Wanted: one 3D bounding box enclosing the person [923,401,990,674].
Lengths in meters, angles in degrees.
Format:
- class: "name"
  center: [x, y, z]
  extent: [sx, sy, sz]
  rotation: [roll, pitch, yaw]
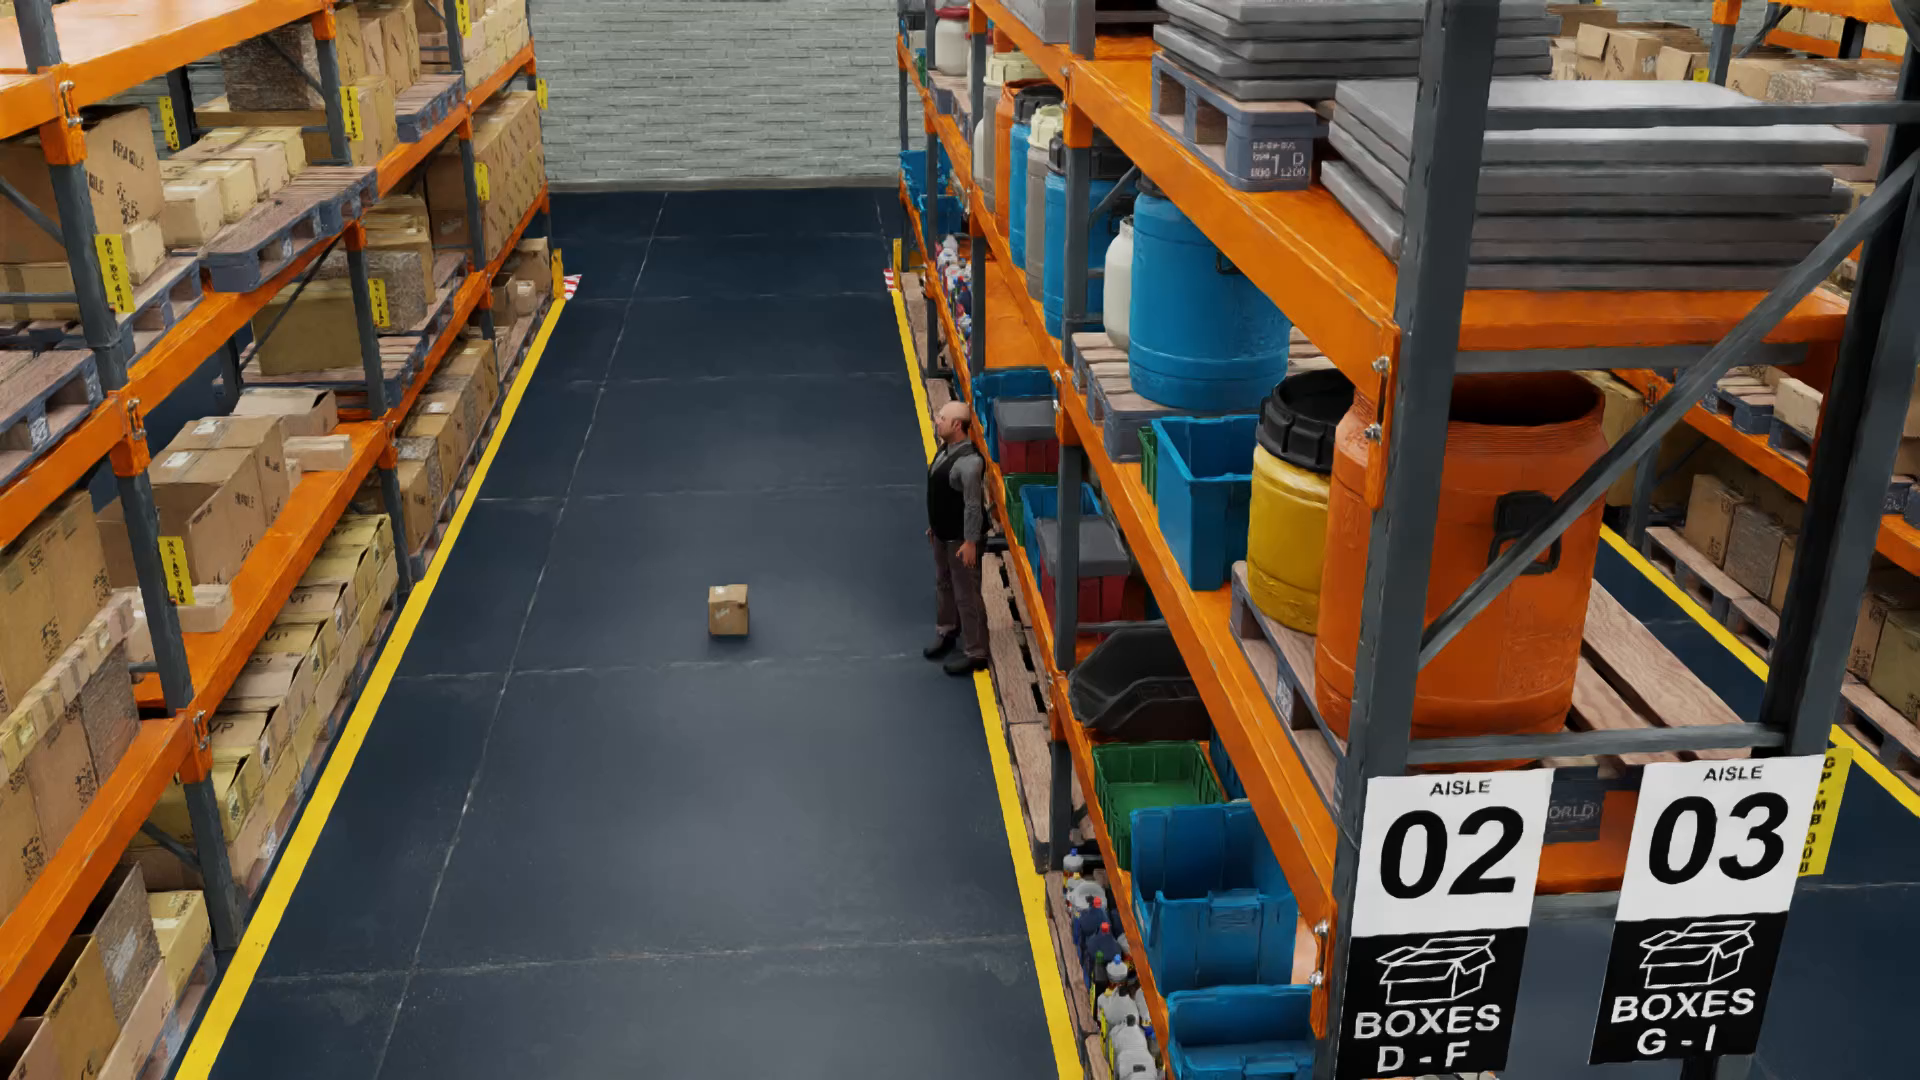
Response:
- class: "person"
  center: [-0.030, -0.035, 10.432]
  extent: [0.405, 1.722, 0.549]
  rotation: [-7, 24, -15]
